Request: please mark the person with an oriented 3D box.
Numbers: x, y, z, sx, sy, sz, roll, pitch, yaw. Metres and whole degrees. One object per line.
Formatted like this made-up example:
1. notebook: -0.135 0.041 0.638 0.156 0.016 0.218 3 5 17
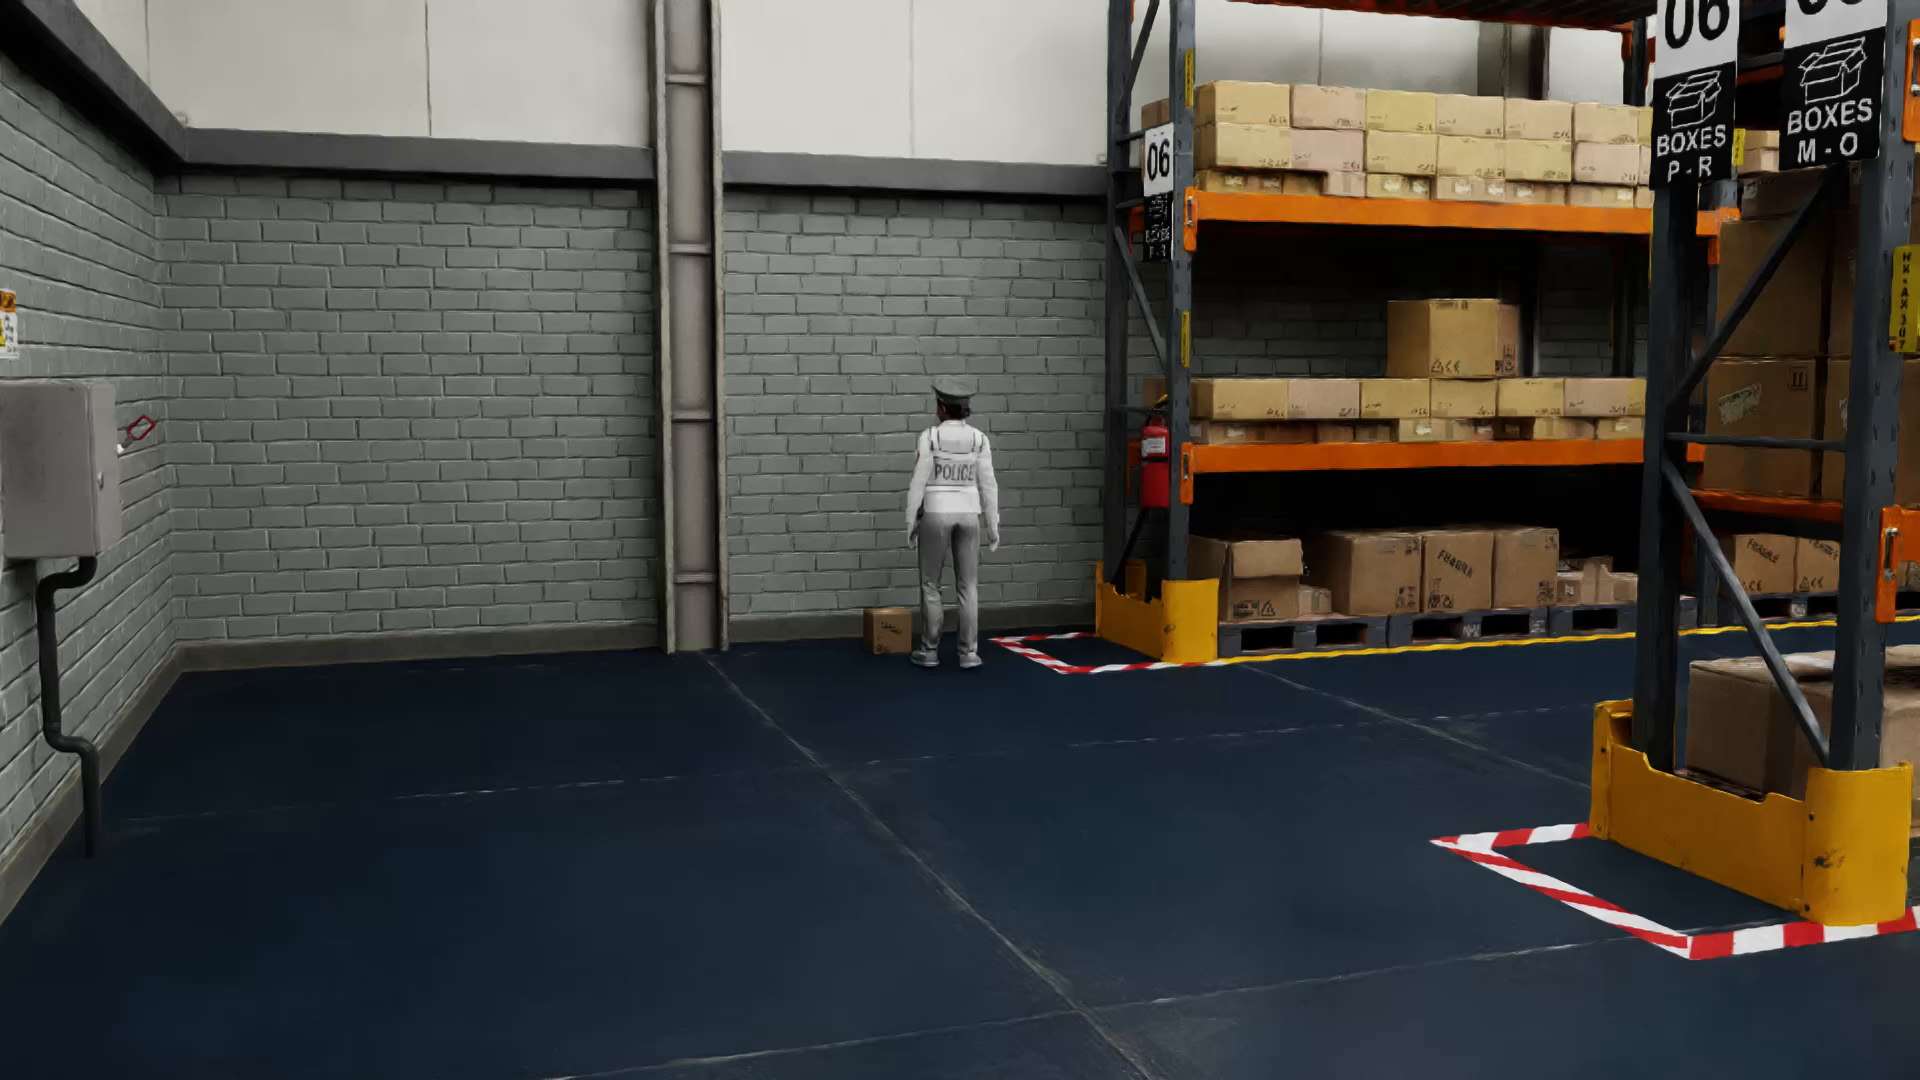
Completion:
1. person: -0.052 -0.098 9.718 0.560 1.690 0.403 -2 6 -15
